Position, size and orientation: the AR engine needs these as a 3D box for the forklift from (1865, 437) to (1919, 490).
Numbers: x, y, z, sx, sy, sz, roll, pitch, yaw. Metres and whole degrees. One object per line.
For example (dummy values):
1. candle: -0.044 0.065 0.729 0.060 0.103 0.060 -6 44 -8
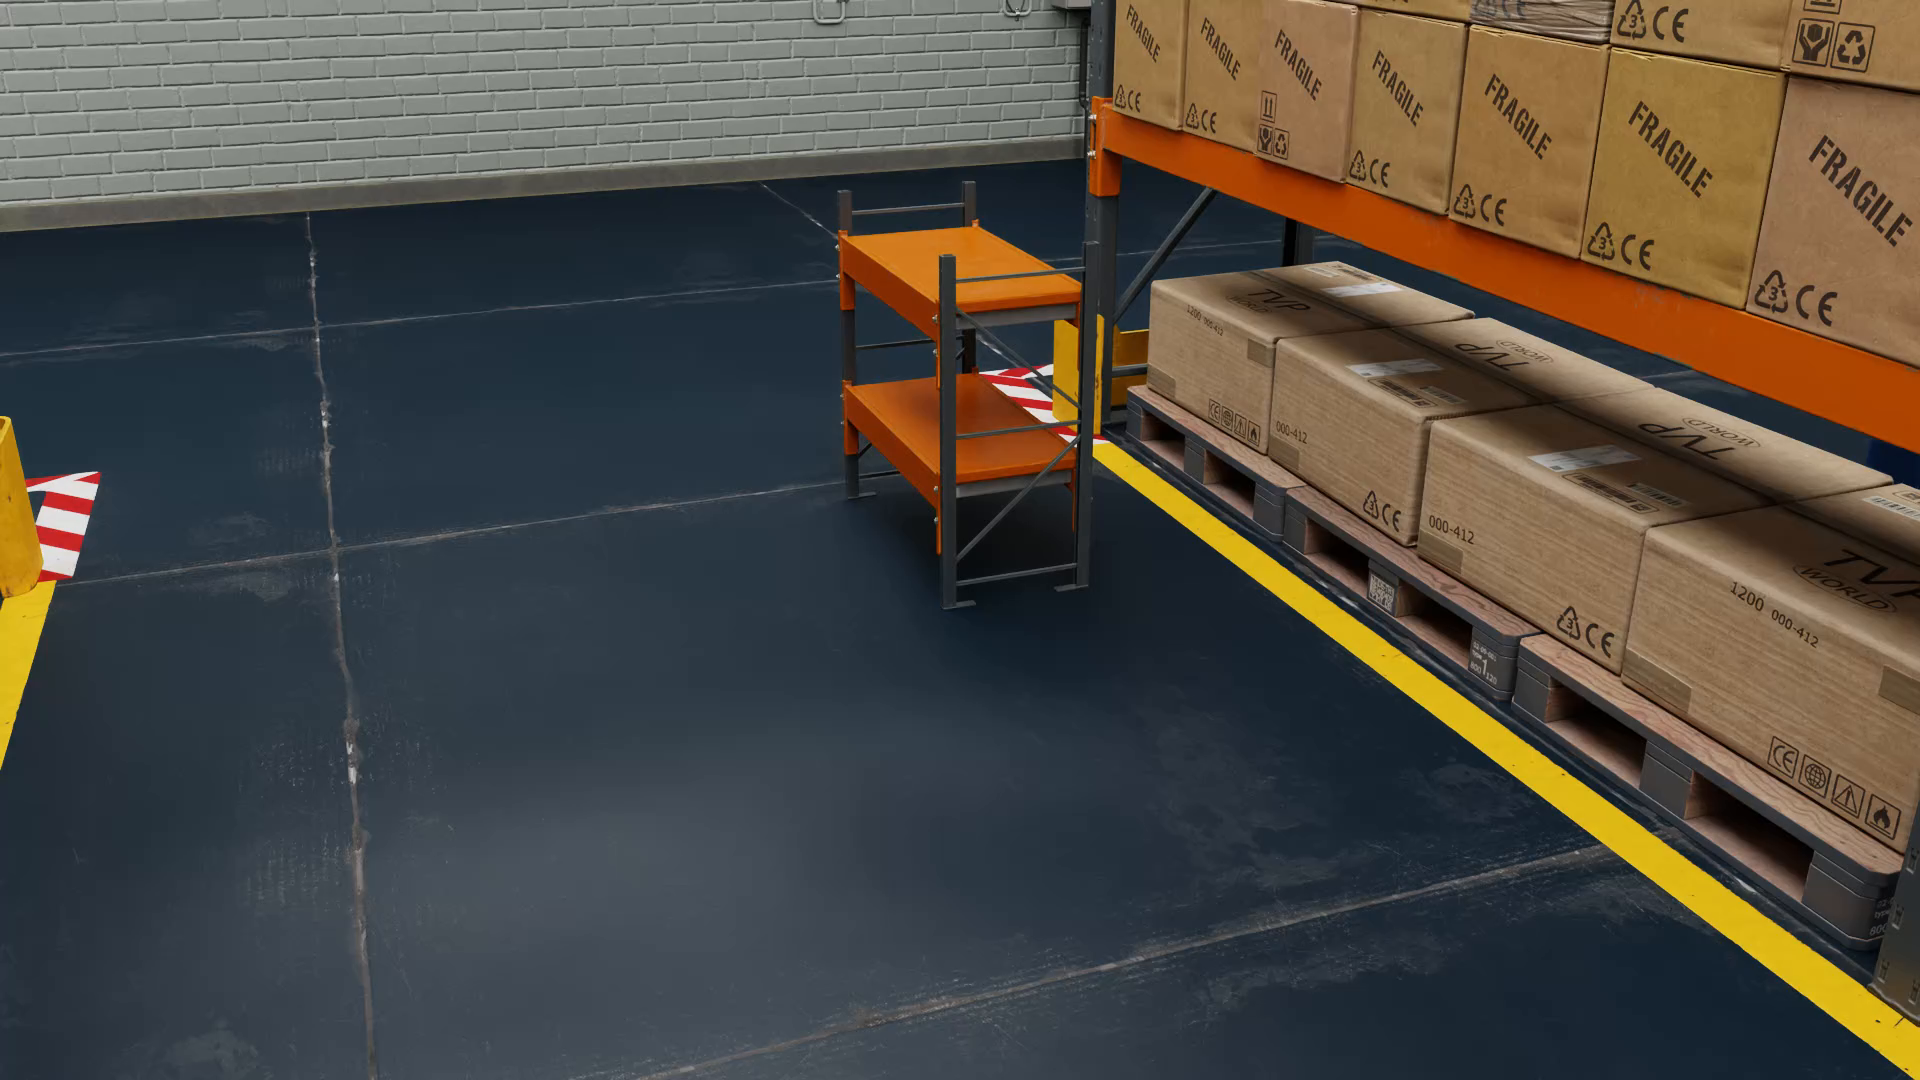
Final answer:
1. forklift: 3.878 -0.771 3.805 1.130 2.935 3.031 -8 24 -19

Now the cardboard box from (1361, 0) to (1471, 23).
1. cardboard box: 1.444 -1.673 4.441 0.500 0.500 0.500 -8 24 -19

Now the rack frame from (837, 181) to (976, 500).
1. rack frame: -0.182 -0.705 5.976 0.500 1.125 0.032 -8 24 -19

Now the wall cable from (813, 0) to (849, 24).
1. wall cable: -1.028 -4.462 11.125 0.585 1.953 0.123 -8 24 -19

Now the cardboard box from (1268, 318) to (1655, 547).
1. cardboard box: 1.643 -0.389 5.568 0.875 0.438 0.875 -8 24 -18

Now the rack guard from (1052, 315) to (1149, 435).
1. rack guard: 0.977 -0.790 6.981 1.175 0.500 0.348 -8 24 -19

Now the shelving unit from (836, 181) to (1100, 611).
1. shelving unit: -0.002 -0.521 5.537 0.538 1.125 1.048 -8 24 -19

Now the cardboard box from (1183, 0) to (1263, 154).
1. cardboard box: 1.091 -1.586 5.521 0.500 0.500 0.500 -9 24 -20

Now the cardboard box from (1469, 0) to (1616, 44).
1. cardboard box: 1.613 -1.489 4.006 0.500 0.500 0.500 -8 24 -18

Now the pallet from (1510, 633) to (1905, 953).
1. pallet: 2.203 0.518 4.249 1.003 0.211 1.213 -8 24 -19

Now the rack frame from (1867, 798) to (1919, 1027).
1. rack frame: 2.399 -0.480 3.027 1.000 3.000 0.127 -8 24 -19

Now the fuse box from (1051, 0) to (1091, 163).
1. fuse box: 0.988 -3.620 12.137 0.539 1.711 0.414 -8 24 -19

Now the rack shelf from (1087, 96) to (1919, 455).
1. rack shelf: 1.692 -0.875 4.890 1.077 0.370 4.000 -8 24 -19

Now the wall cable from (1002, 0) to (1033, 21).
1. wall cable: 0.294 -4.646 11.603 0.588 1.984 0.122 -8 24 -19

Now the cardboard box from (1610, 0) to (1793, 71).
1. cardboard box: 1.802 -1.306 3.570 0.500 0.500 0.500 -9 24 -20

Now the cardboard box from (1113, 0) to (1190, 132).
1. cardboard box: 0.886 -1.766 5.948 0.500 0.500 0.500 -9 24 -19

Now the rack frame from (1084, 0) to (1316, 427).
1. rack frame: 0.986 -1.933 6.475 1.000 3.000 0.127 -8 24 -19

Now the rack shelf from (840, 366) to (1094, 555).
1. rack shelf: -0.002 -0.295 5.632 0.538 0.278 1.000 -8 24 -19

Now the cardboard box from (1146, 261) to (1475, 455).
1. cardboard box: 1.312 -0.720 6.355 0.875 0.438 0.875 -9 25 -21

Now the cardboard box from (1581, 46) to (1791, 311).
1. cardboard box: 1.809 -0.846 3.766 0.500 0.500 0.500 -9 24 -20

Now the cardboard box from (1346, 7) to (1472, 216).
1. cardboard box: 1.447 -1.219 4.650 0.500 0.500 0.500 -8 24 -17

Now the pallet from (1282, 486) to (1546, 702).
1. pallet: 1.768 0.074 5.303 1.003 0.211 1.213 -8 24 -19

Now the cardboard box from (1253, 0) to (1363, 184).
1. cardboard box: 1.254 -1.398 5.077 0.500 0.500 0.500 -8 24 -19

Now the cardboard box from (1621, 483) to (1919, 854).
1. cardboard box: 2.277 0.264 4.019 0.875 0.438 0.875 -9 24 -20

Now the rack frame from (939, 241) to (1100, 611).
1. rack frame: 0.177 -0.336 5.099 0.500 1.125 0.032 -8 24 -19

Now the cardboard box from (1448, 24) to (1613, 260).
1. cardboard box: 1.617 -1.026 4.194 0.500 0.500 0.500 -9 24 -20

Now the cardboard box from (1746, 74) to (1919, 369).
1. cardboard box: 1.996 -0.659 3.324 0.500 0.500 0.500 -8 24 -19

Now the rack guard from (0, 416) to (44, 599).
1. rack guard: -3.583 -0.038 5.196 1.175 0.500 0.348 -8 24 -19

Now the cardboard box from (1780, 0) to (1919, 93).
1. cardboard box: 1.974 -1.120 3.130 0.500 0.500 0.500 -9 24 -19

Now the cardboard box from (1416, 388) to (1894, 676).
1. cardboard box: 1.960 -0.061 4.790 0.875 0.438 0.875 -9 25 -21

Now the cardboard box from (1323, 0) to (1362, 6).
1. cardboard box: 1.267 -1.854 4.870 0.500 0.500 0.500 -9 24 -19

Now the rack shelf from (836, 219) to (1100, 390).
1. rack shelf: -0.002 -0.791 5.424 0.538 0.278 1.000 -8 24 -19

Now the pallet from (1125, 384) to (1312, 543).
1. pallet: 1.341 -0.369 6.353 1.003 0.211 1.213 -8 24 -19
